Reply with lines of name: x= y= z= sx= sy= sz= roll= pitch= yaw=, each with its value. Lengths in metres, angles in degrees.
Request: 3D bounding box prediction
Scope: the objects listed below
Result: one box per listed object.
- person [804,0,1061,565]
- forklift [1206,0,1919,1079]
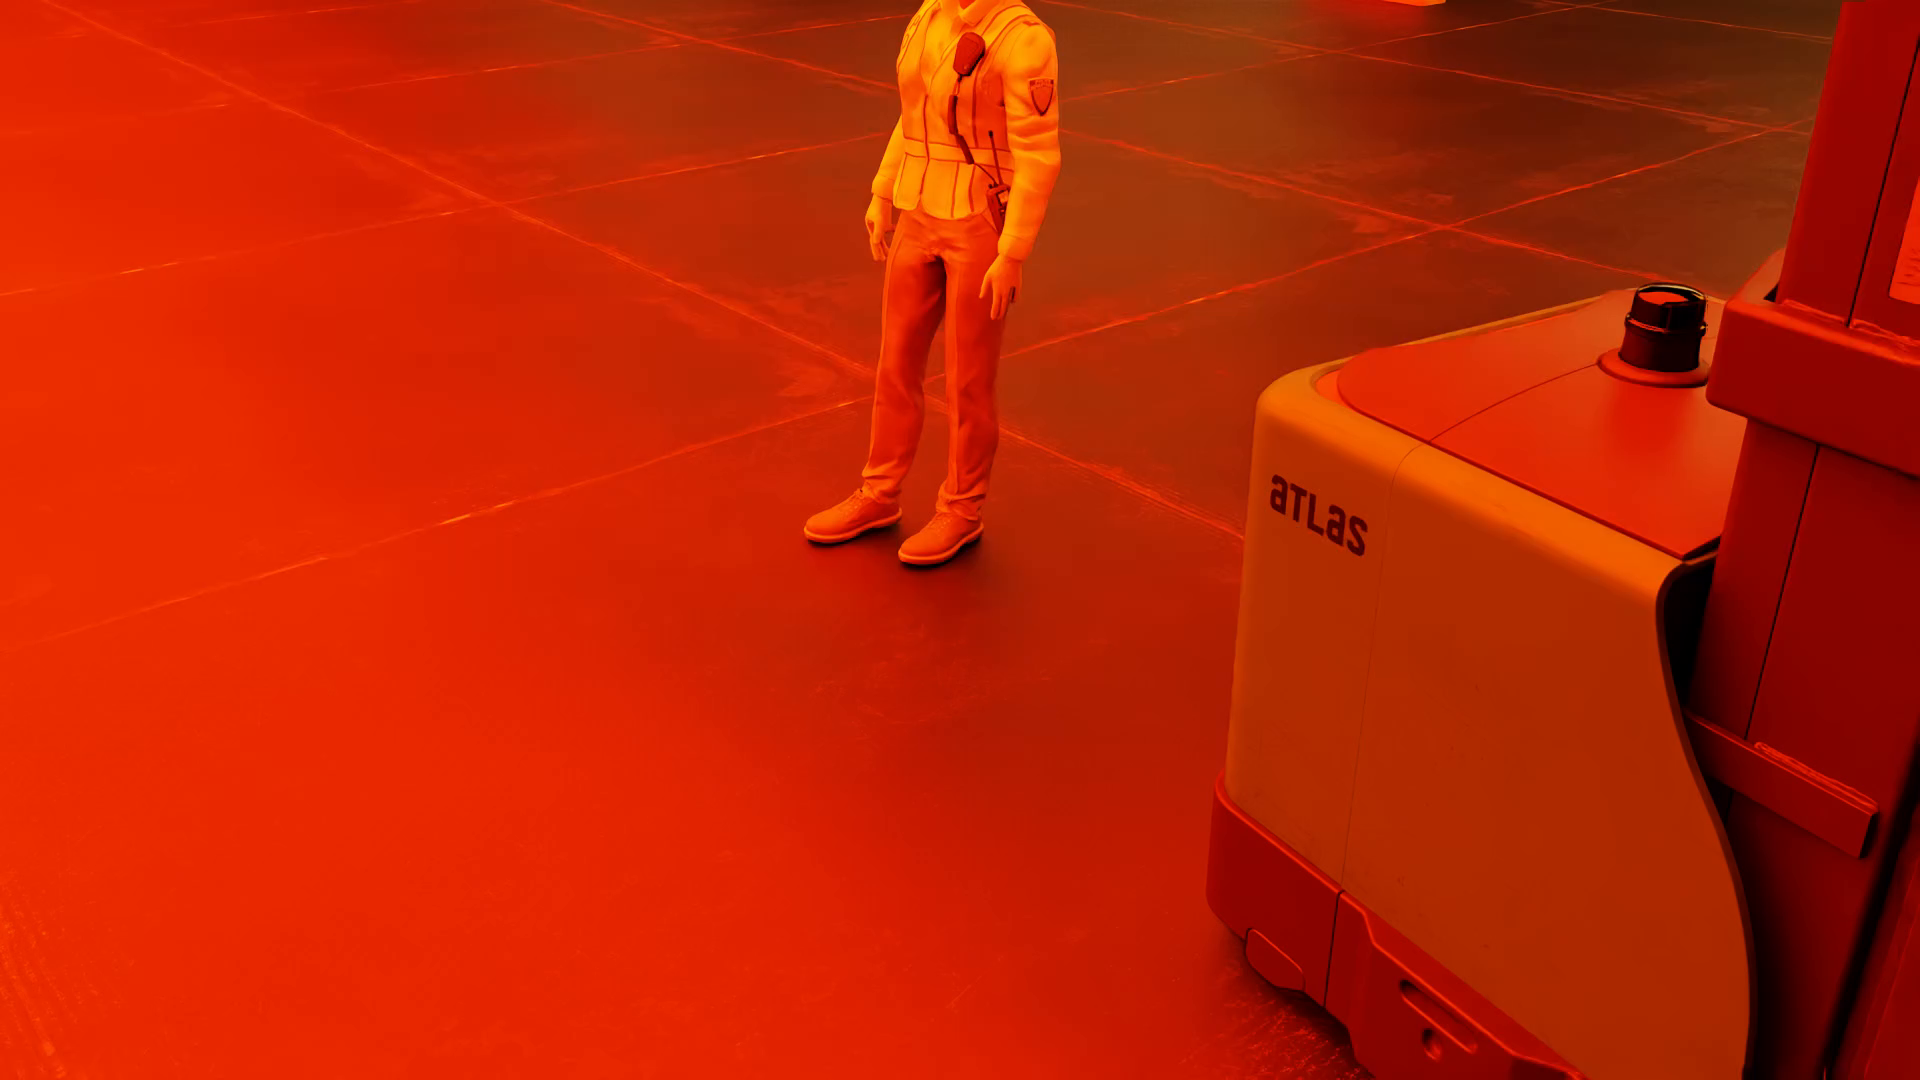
person: x=-0.057 y=-0.749 z=4.087 sx=0.531 sy=1.694 sz=0.586 roll=-20 pitch=33 yaw=-35
forklift: x=1.647 y=-0.161 z=1.526 sx=1.130 sy=2.935 sz=3.031 roll=-15 pitch=30 yaw=-28
